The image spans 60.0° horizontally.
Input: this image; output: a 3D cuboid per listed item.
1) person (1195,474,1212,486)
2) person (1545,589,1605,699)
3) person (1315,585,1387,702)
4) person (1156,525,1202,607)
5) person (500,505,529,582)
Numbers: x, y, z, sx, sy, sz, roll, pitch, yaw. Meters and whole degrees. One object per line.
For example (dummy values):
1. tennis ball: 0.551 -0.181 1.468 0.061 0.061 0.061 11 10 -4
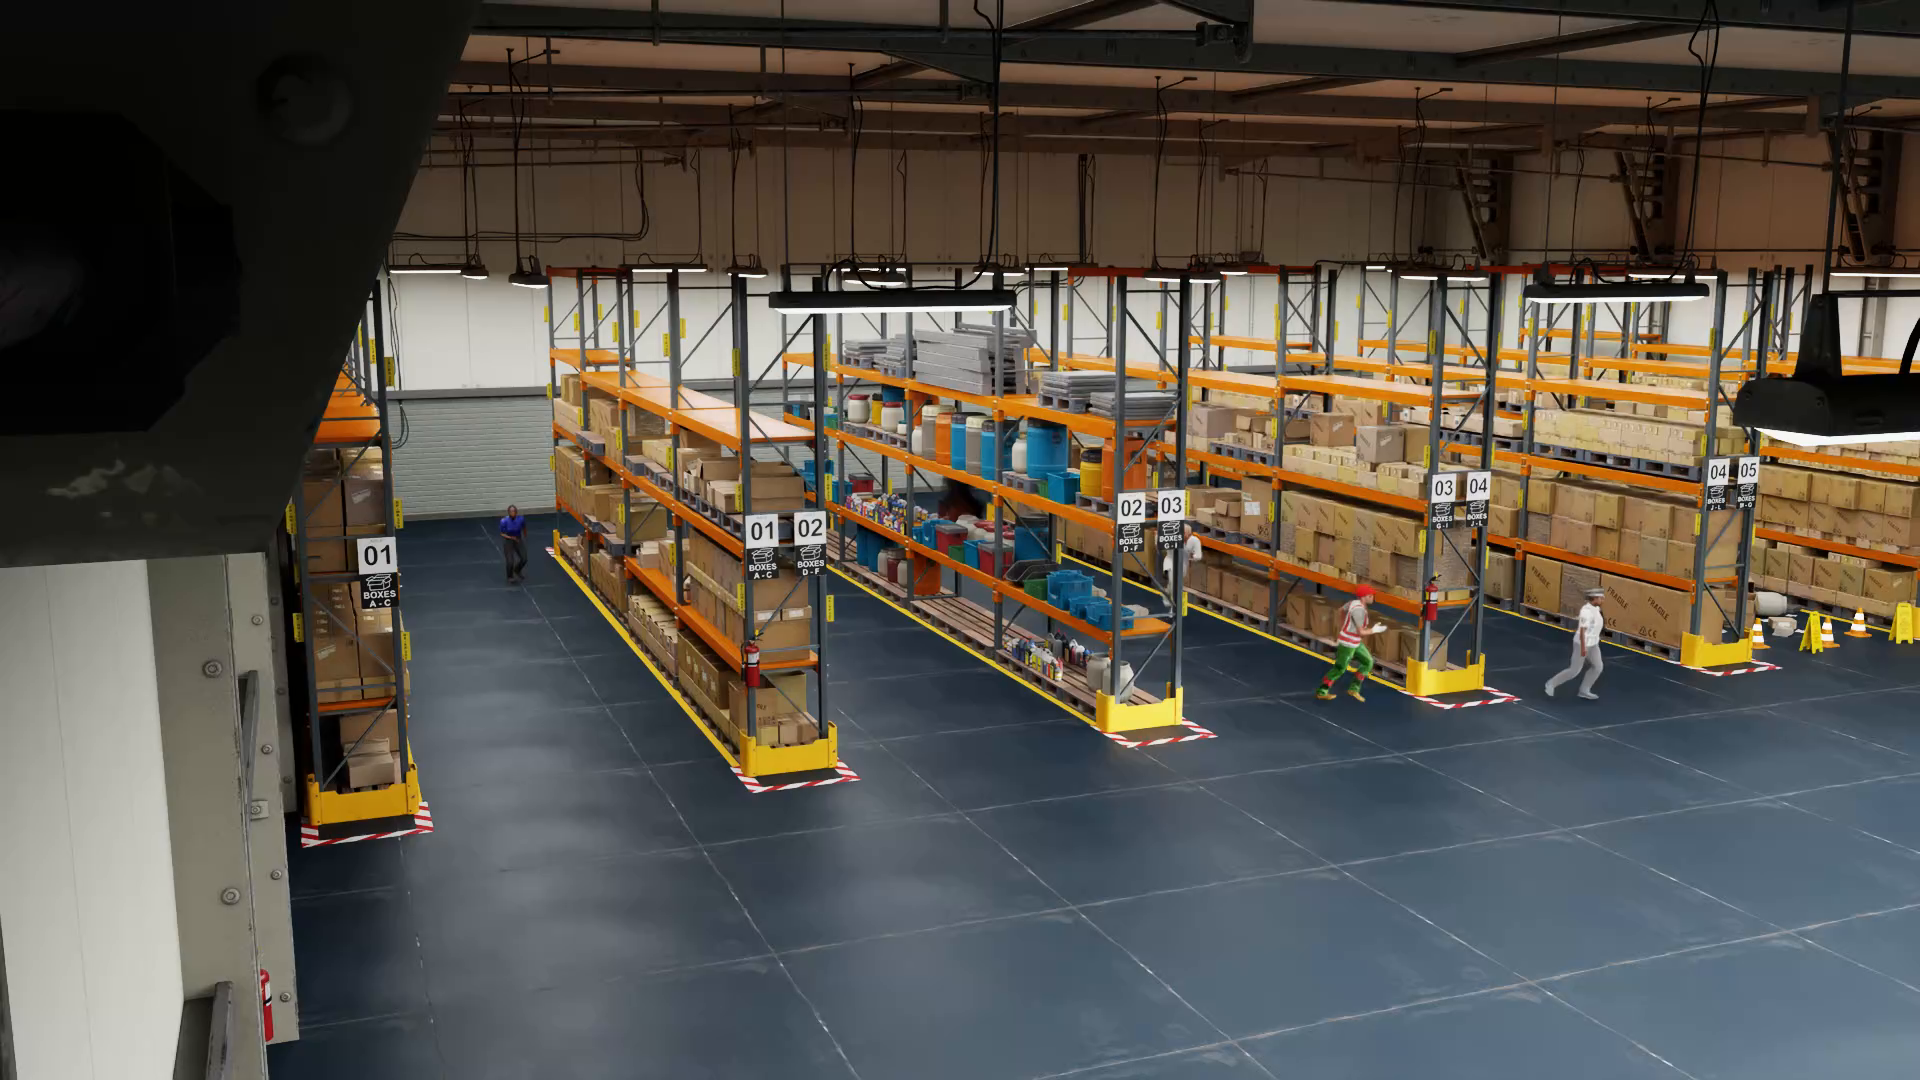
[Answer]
1. person: 6.200 -1.625 41.467 0.660 1.636 0.530 -2 10 -12
2. person: 8.720 1.468 23.595 0.681 1.605 0.656 -10 14 -44
3. person: 5.487 1.456 23.286 0.944 1.723 0.629 4 11 19
4. person: 3.681 0.450 28.079 0.692 1.557 1.217 -1 10 -6
5. person: -8.510 0.078 31.777 0.577 1.545 0.774 -6 11 -29
